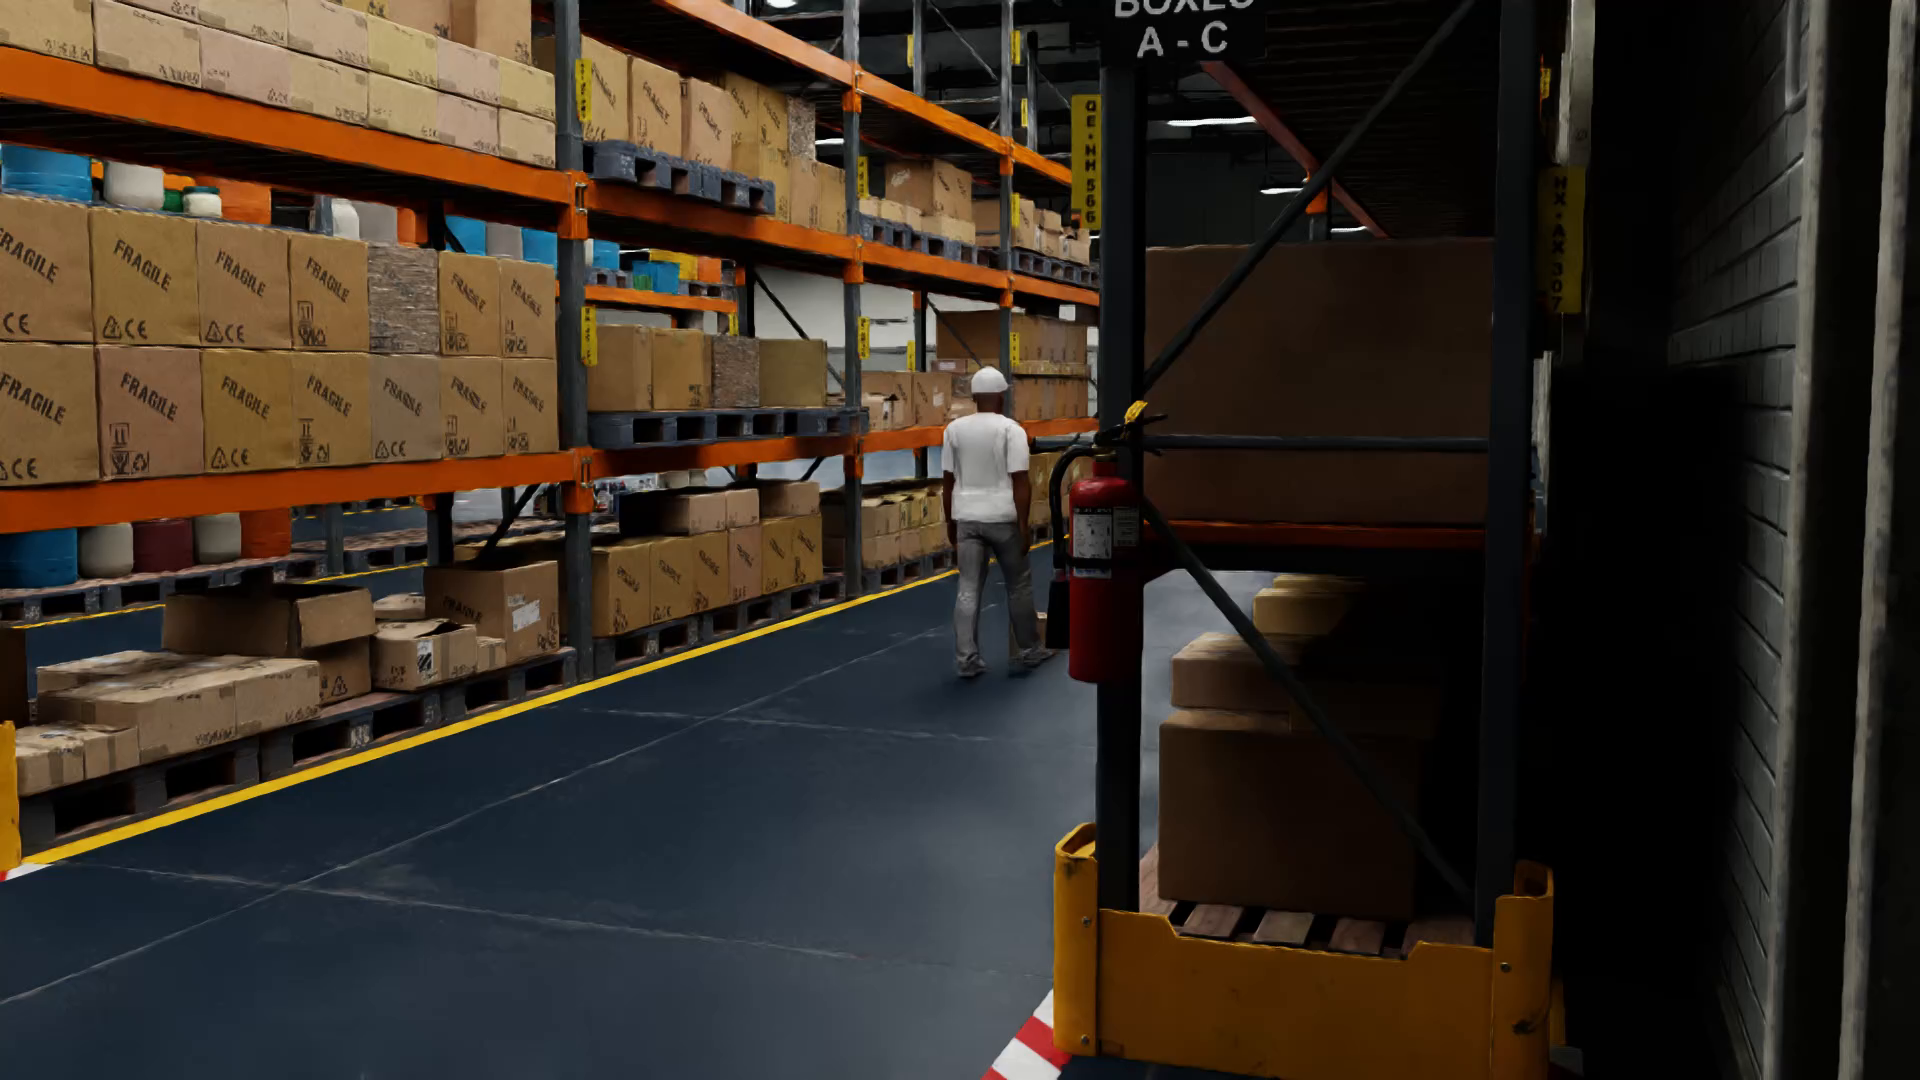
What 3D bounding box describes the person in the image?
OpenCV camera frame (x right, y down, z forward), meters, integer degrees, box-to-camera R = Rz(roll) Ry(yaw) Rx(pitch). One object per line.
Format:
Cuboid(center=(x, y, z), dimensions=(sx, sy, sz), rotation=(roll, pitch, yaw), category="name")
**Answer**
Cuboid(center=(0.205, -0.123, 9.641), dimensions=(0.567, 1.747, 0.792), rotation=(2, 6, 21), category="person")
